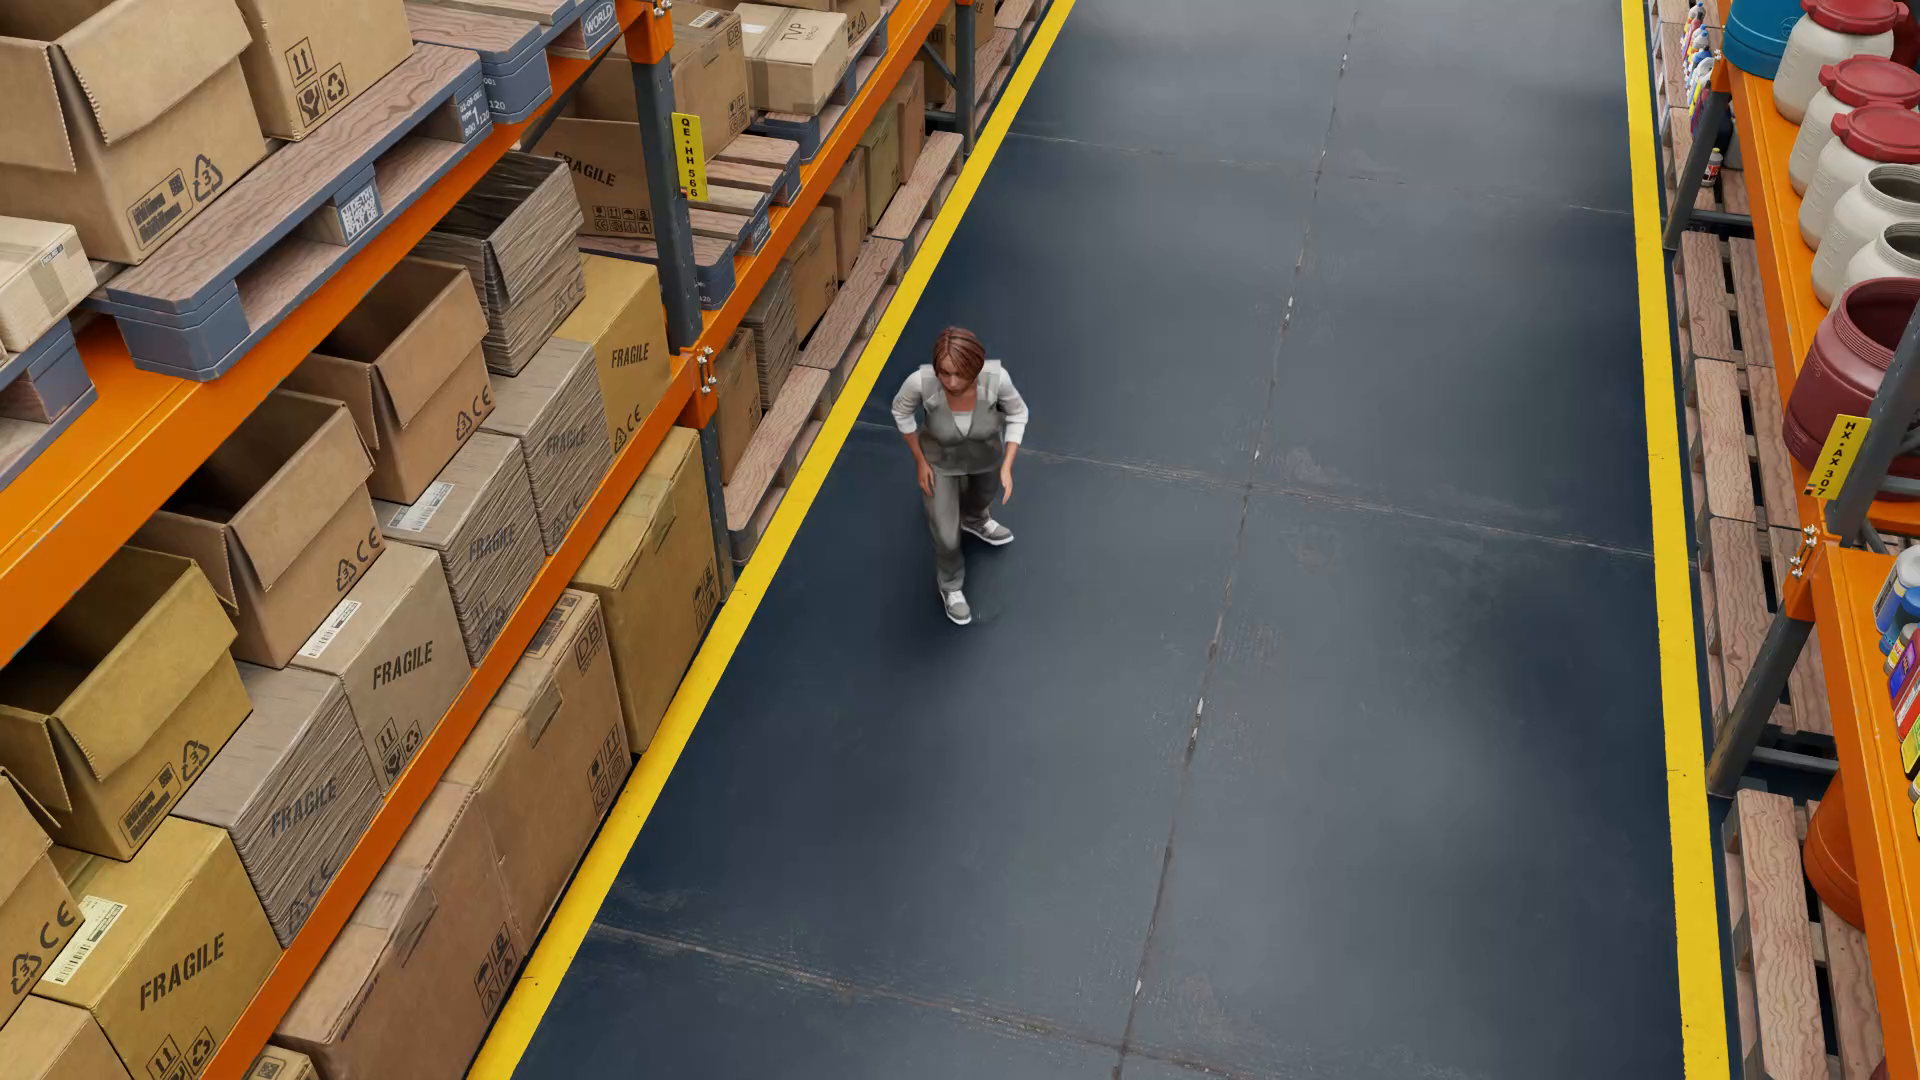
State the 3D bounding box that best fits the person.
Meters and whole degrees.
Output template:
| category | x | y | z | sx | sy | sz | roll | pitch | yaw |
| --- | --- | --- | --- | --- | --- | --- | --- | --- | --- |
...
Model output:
| category | x | y | z | sx | sy | sz | roll | pitch | yaw |
| --- | --- | --- | --- | --- | --- | --- | --- | --- | --- |
| person | 0.015 | -0.339 | 6.608 | 0.569 | 1.517 | 0.794 | -10 | 43 | -11 |
